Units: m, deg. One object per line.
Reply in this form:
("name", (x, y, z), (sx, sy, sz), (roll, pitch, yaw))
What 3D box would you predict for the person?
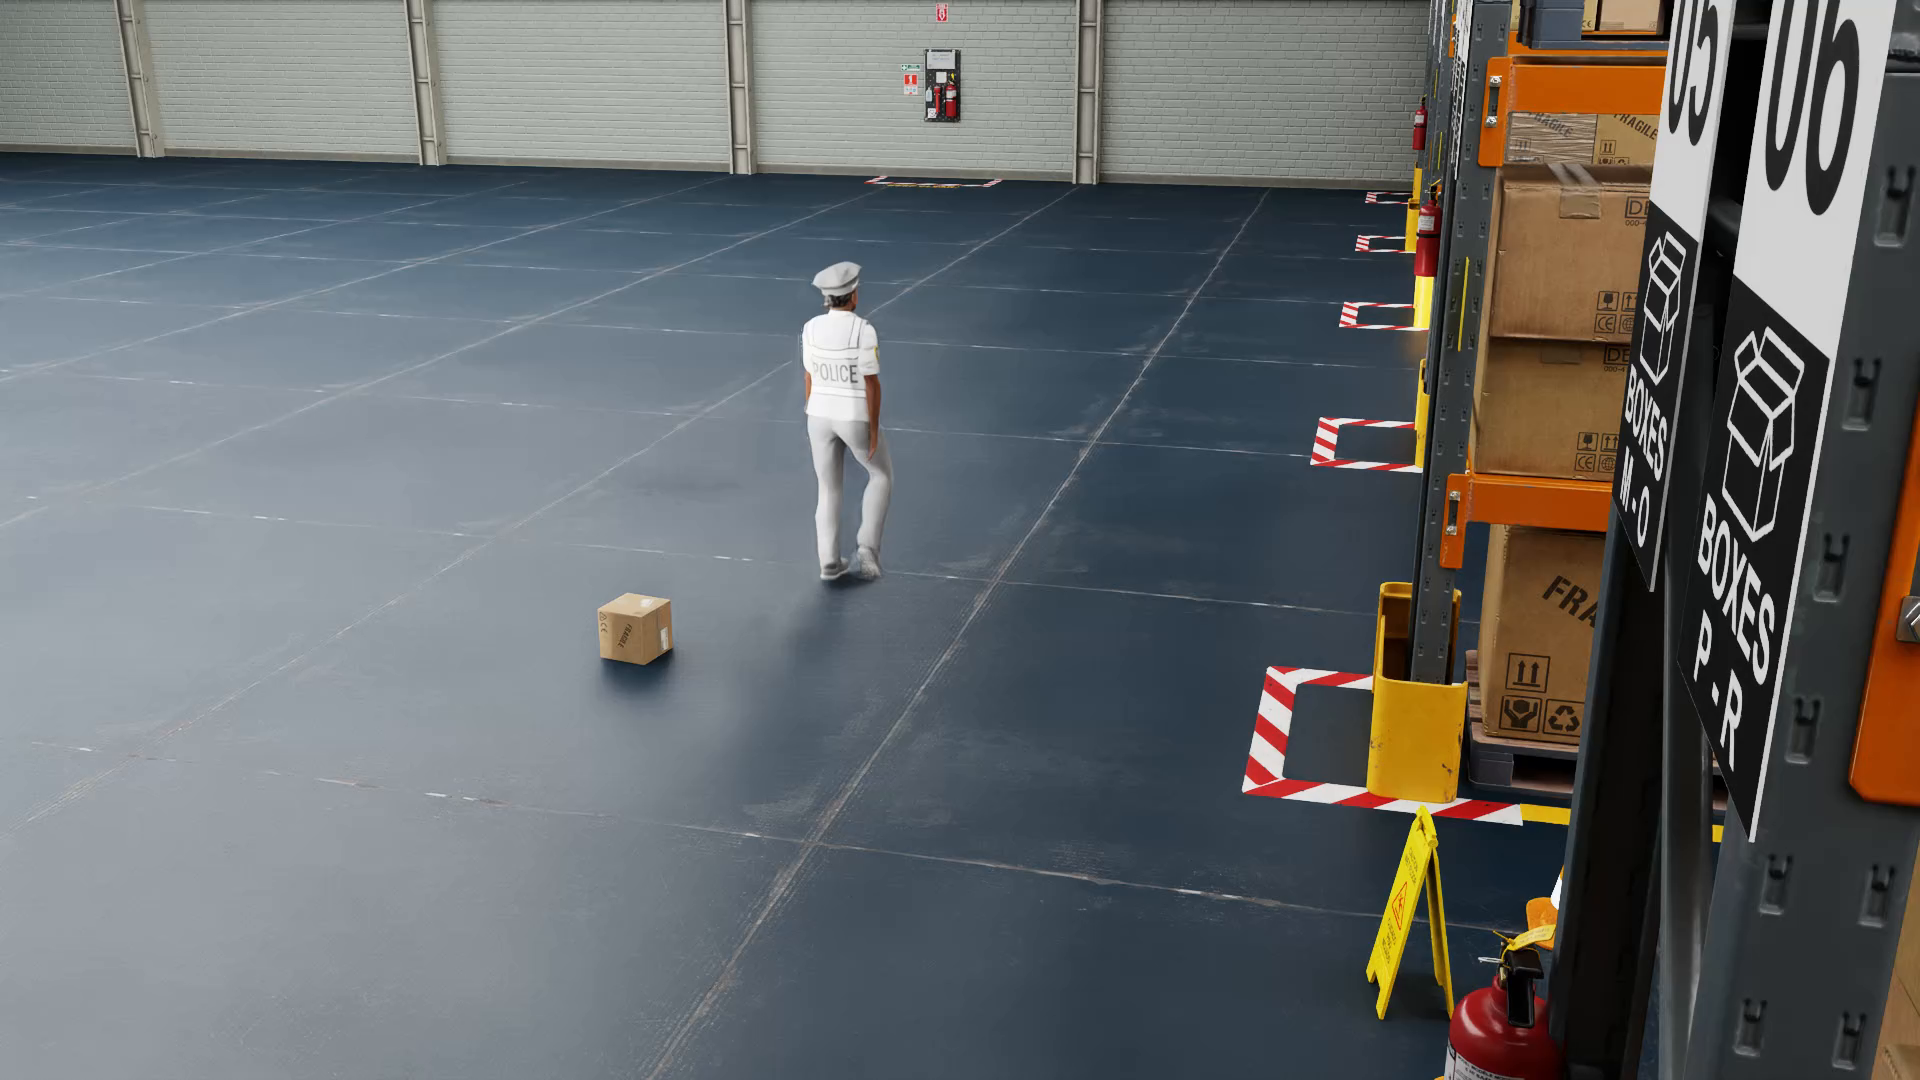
("person", (-0.611, -0.597, 8.842), (0.464, 1.743, 0.481), (5, 19, 15))
